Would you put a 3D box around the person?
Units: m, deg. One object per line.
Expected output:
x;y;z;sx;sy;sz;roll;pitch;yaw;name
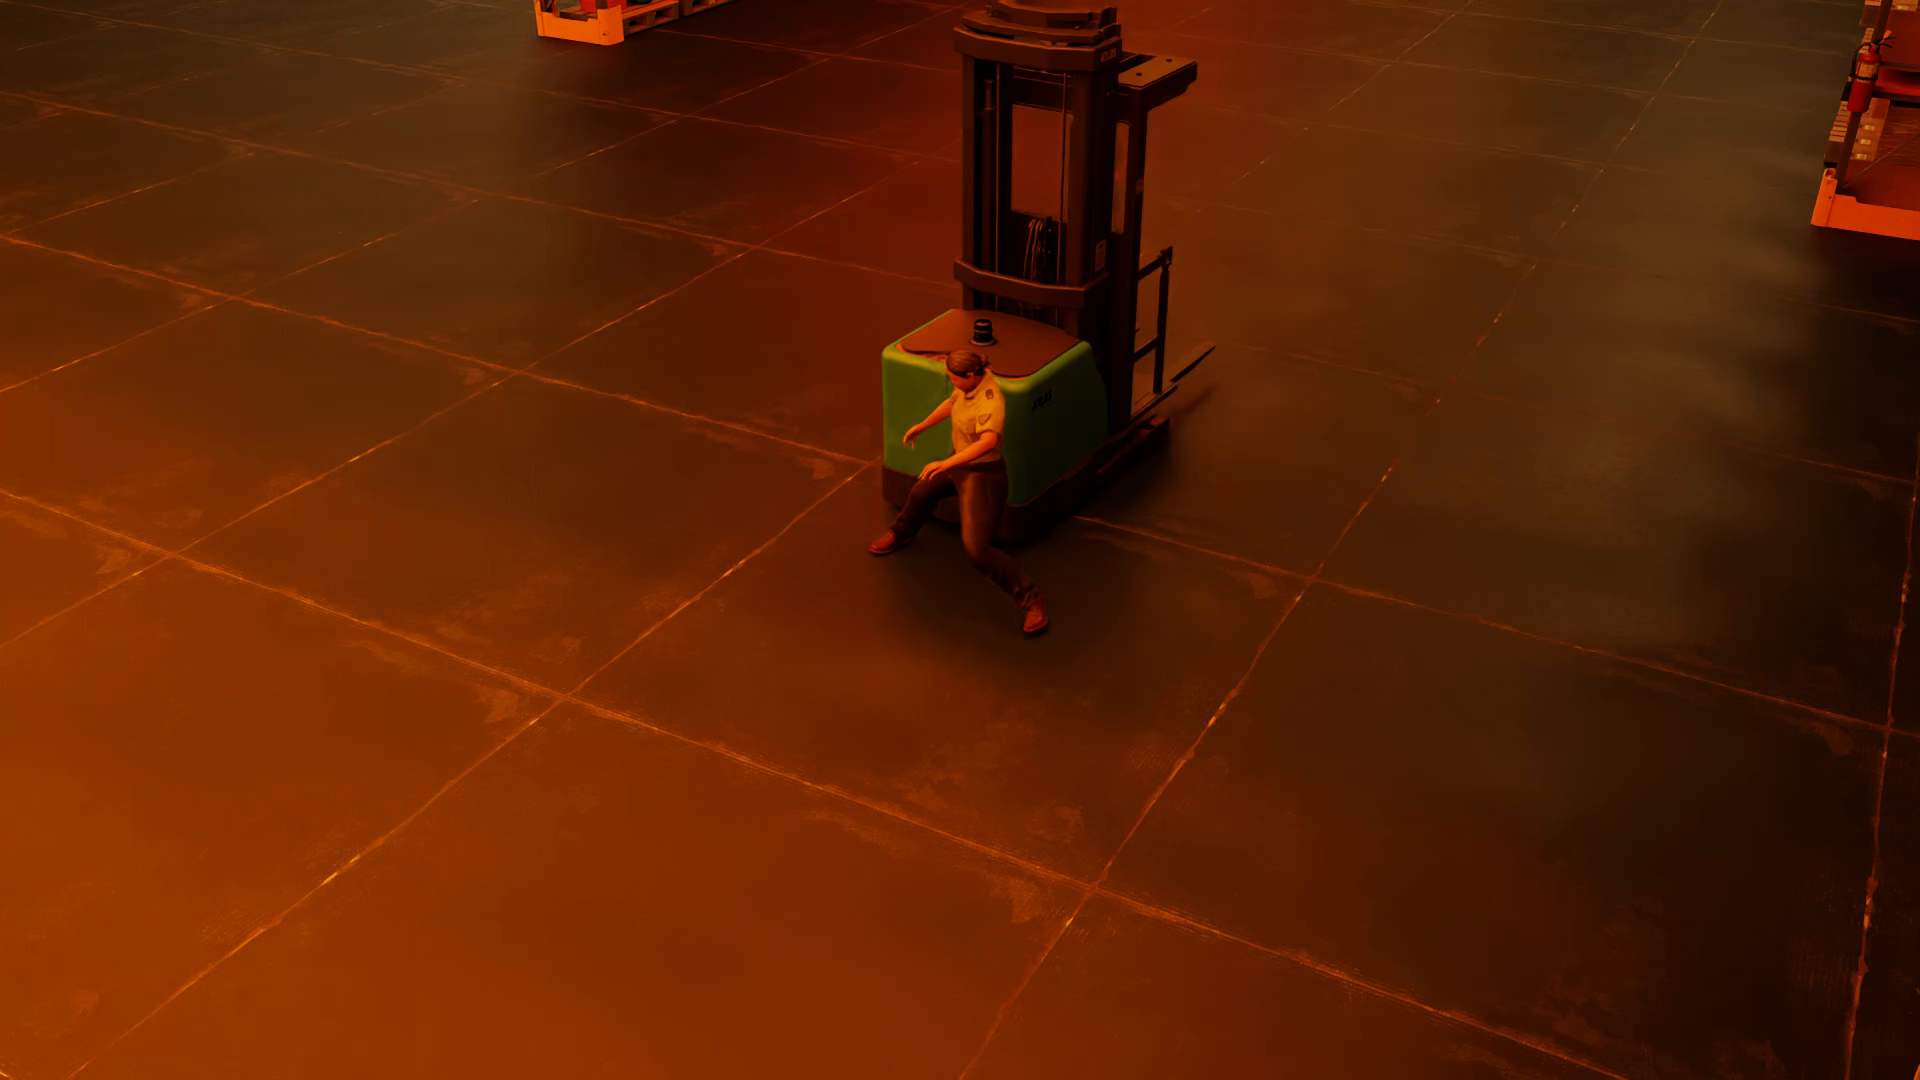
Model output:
-0.016;-0.358;9.170;0.789;1.449;1.285;-8;31;-14;person

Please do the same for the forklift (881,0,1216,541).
0.744;-1.954;10.457;1.130;2.935;3.031;18;35;28;forklift
